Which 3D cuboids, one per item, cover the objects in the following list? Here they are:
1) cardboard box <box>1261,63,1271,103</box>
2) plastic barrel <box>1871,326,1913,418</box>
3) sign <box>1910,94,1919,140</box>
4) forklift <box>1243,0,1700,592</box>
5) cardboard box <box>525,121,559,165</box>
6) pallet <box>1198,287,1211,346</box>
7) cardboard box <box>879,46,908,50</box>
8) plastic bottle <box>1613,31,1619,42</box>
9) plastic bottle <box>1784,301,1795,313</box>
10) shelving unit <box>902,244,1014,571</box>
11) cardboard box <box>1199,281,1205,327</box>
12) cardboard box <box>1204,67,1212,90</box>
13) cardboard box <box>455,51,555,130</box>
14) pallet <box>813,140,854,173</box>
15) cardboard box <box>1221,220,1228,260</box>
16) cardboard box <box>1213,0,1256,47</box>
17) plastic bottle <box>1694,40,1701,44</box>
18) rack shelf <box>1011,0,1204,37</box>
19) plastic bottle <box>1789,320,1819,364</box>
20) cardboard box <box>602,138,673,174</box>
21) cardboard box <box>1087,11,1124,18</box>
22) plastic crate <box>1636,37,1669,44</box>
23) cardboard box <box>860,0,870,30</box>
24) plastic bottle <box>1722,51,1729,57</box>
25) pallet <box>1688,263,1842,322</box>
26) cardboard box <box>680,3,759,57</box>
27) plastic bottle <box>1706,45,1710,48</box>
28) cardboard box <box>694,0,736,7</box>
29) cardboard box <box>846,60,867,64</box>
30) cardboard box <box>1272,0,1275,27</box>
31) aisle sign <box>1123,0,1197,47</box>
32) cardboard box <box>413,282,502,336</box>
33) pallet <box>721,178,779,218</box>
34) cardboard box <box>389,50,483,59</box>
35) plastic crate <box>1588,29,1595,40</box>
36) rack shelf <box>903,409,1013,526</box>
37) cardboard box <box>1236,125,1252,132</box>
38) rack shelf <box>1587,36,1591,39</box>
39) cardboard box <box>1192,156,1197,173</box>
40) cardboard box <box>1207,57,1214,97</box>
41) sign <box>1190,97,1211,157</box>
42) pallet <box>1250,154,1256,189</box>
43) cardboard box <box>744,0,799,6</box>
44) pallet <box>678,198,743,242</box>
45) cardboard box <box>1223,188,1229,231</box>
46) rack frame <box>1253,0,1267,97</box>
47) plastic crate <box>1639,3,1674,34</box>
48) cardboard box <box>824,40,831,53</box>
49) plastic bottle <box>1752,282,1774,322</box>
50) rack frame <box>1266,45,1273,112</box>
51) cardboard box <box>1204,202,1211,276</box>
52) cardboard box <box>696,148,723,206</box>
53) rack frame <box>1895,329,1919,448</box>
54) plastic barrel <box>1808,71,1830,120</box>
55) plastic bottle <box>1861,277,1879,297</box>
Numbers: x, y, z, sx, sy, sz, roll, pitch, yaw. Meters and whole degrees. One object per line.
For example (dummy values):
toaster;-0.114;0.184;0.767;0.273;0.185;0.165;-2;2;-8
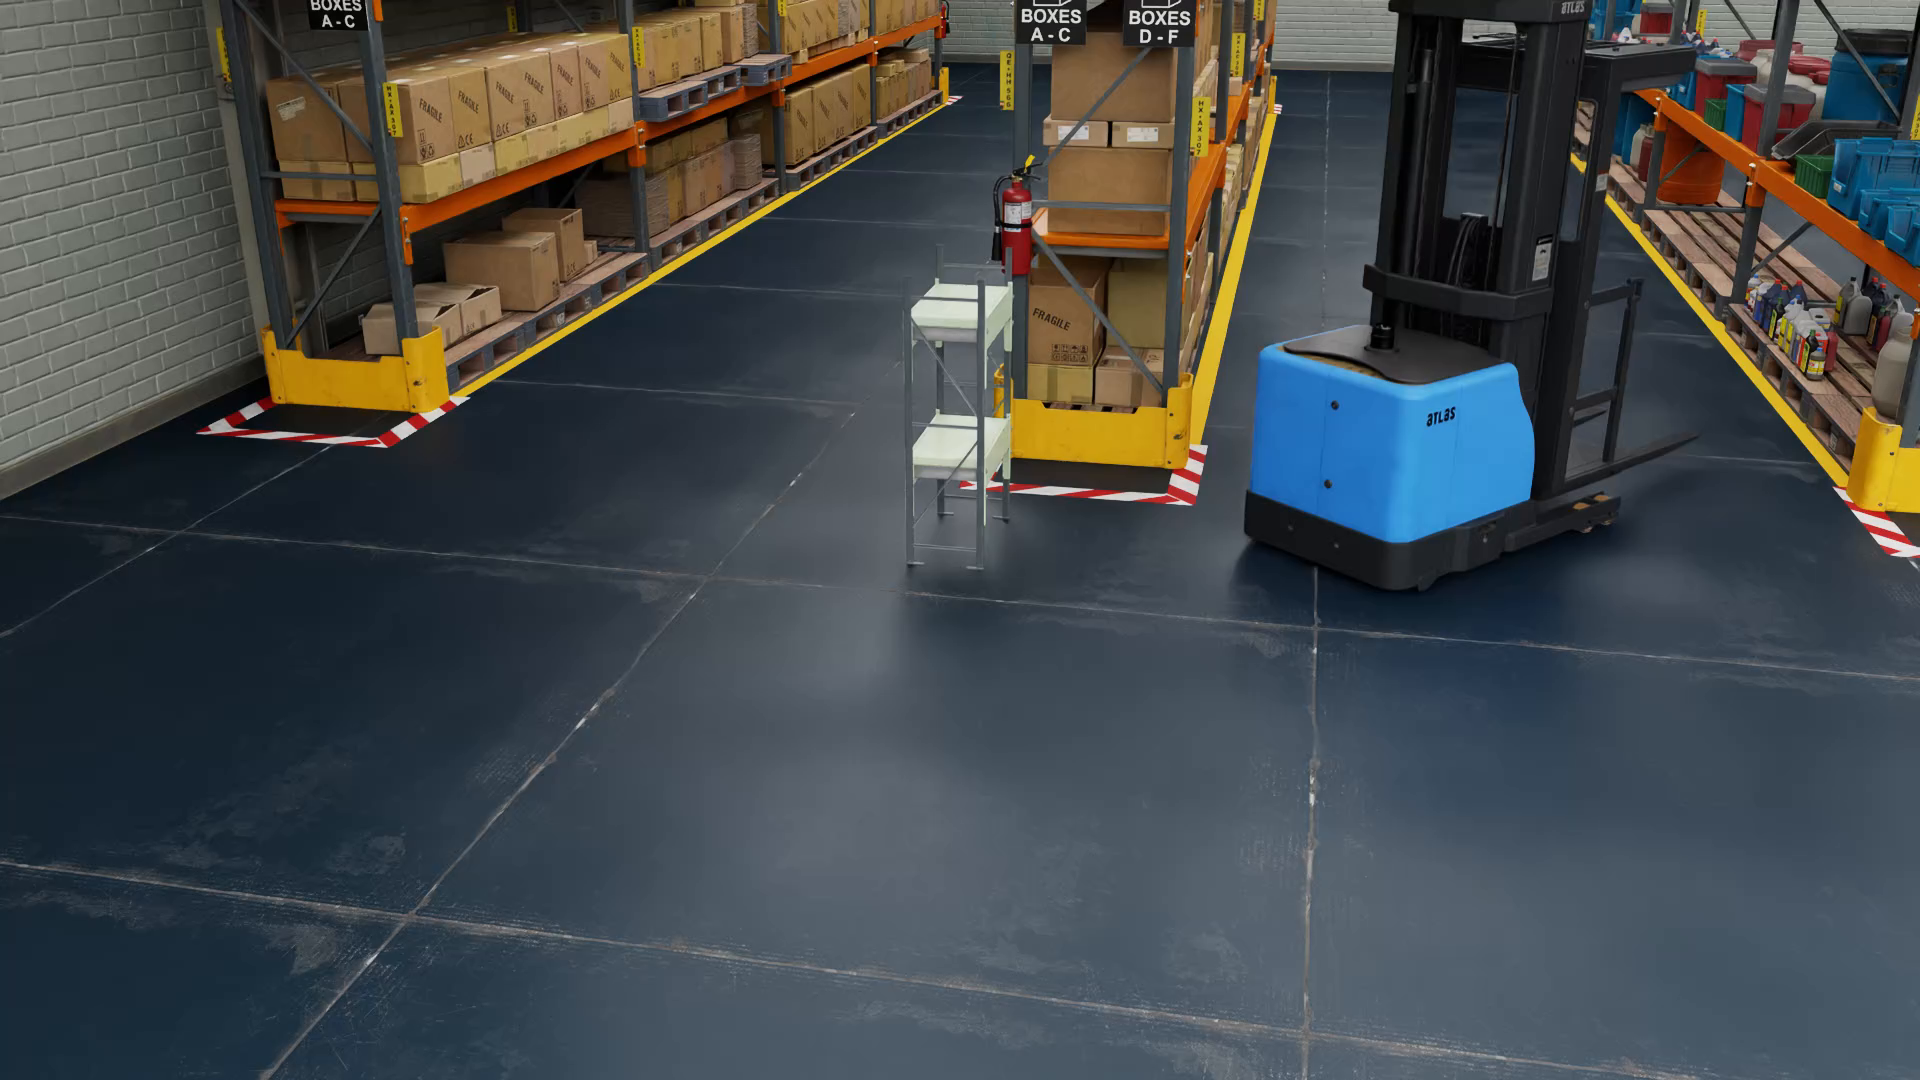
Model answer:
cardboard box;4.201;-6.603;23.991;0.500;0.500;0.500;4;22;11
plastic barrel;5.817;-1.016;10.130;0.421;0.512;0.421;0;22;0
sign;7.007;-3.091;12.143;0.100;0.325;0.005;4;22;11
forklift;2.971;-1.534;8.739;3.031;2.935;1.130;-16;27;-35
cardboard box;-3.326;-2.956;12.353;0.500;0.250;0.500;5;22;11
pallet;1.419;-1.806;13.056;1.003;0.211;1.213;4;22;11
cardboard box;-0.994;-7.286;24.845;0.380;0.149;0.250;5;22;11
plastic bottle;7.584;-5.730;19.221;0.061;0.283;0.133;4;22;11
plastic bottle;5.868;-1.558;11.769;0.097;0.271;0.097;0;22;0
shelving unit;-0.001;-0.693;8.567;0.431;1.500;0.755;4;22;11
cardboard box;1.543;-1.754;12.313;0.500;0.250;0.500;4;22;11
cardboard box;1.674;-3.433;12.360;0.380;0.149;0.250;4;22;9
cardboard box;-3.336;-3.298;12.198;0.500;0.500;0.500;5;23;13
pallet;-1.926;-4.661;20.143;1.003;0.211;1.213;4;22;11
cardboard box;2.053;-2.622;14.468;0.500;0.250;0.500;5;22;12
cardboard box;2.831;-5.650;18.172;0.700;0.500;0.500;9;24;21
plastic bottle;8.162;-5.390;18.387;0.152;0.276;0.135;4;22;11
rack shelf;1.215;-3.714;11.007;1.077;0.370;4.000;4;22;11
plastic bottle;5.707;-1.332;11.203;0.152;0.276;0.135;4;22;9
cardboard box;-3.007;-3.588;15.500;0.500;0.250;0.500;4;22;10
cardboard box;1.129;-3.139;10.762;0.700;0.500;0.500;5;22;11
plastic crate;8.338;-5.999;20.007;0.396;0.136;0.243;4;22;11
cardboard box;-1.443;-6.695;20.903;0.500;0.500;0.500;4;22;10
plastic bottle;7.931;-4.924;17.236;0.097;0.271;0.097;0;22;0
pallet;6.593;-2.005;13.550;1.003;0.211;1.213;4;22;11
cardboard box;-2.497;-5.304;17.286;0.700;0.500;0.500;2;22;5
plastic bottle;8.004;-5.165;17.835;0.097;0.271;0.097;0;22;0
cardboard box;-2.504;-5.531;16.980;0.380;0.149;0.250;1;22;2
cardboard box;-1.407;-6.543;22.999;0.380;0.149;0.250;4;22;9
cardboard box;4.037;-7.266;22.746;0.500;0.500;0.500;5;22;11
aisle sign;1.093;-3.083;9.014;0.394;0.787;0.004;4;22;11
cardboard box;-3.698;-1.712;12.100;0.500;0.311;0.500;6;23;15
pallet;-2.572;-3.647;17.628;1.003;0.211;1.213;4;22;11
cardboard box;-3.839;-3.334;12.287;0.500;0.500;0.500;5;22;12
plastic crate;8.069;-6.264;20.681;0.437;0.125;0.590;4;22;11
rack shelf;-0.001;-0.391;8.689;0.431;0.370;0.720;4;22;11
cardboard box;2.913;-4.232;18.102;0.500;0.500;0.500;4;22;9
rack shelf;8.512;-6.332;21.524;1.077;0.370;4.000;4;22;11
cardboard box;1.331;-2.894;11.892;0.700;0.500;0.500;5;22;12
cardboard box;1.903;-3.906;14.403;0.500;0.500;0.500;6;23;15
sign;1.349;-2.318;9.330;0.100;0.325;0.005;4;22;11
pallet;2.879;-4.272;19.178;1.003;0.211;1.213;4;22;11
cardboard box;-2.060;-5.925;17.987;0.500;0.250;0.500;5;22;12
pallet;-2.823;-3.203;16.523;1.003;0.211;1.213;4;22;11
cardboard box;2.058;-2.882;14.362;0.500;0.311;0.500;4;22;10
rack frame;3.255;-6.313;20.514;1.000;3.000;0.127;4;22;11
plastic crate;8.531;-6.299;20.313;0.402;0.464;0.583;4;22;11
cardboard box;-1.755;-5.879;19.746;0.380;0.149;0.250;5;23;13
plastic bottle;5.938;-1.746;12.230;0.152;0.276;0.135;5;23;13
rack frame;4.071;-7.776;24.146;1.000;3.000;0.127;4;22;11
cardboard box;1.629;-2.286;12.630;0.500;0.500;0.500;4;22;11
cardboard box;-2.800;-3.640;16.635;0.700;0.500;0.500;4;22;11
rack frame;5.655;-1.546;8.676;1.000;3.000;0.127;4;22;11
plastic barrel;6.881;-3.405;13.110;0.433;0.535;0.433;0;22;0
plastic bottle;6.622;-1.726;12.082;0.144;0.351;0.185;4;22;9
